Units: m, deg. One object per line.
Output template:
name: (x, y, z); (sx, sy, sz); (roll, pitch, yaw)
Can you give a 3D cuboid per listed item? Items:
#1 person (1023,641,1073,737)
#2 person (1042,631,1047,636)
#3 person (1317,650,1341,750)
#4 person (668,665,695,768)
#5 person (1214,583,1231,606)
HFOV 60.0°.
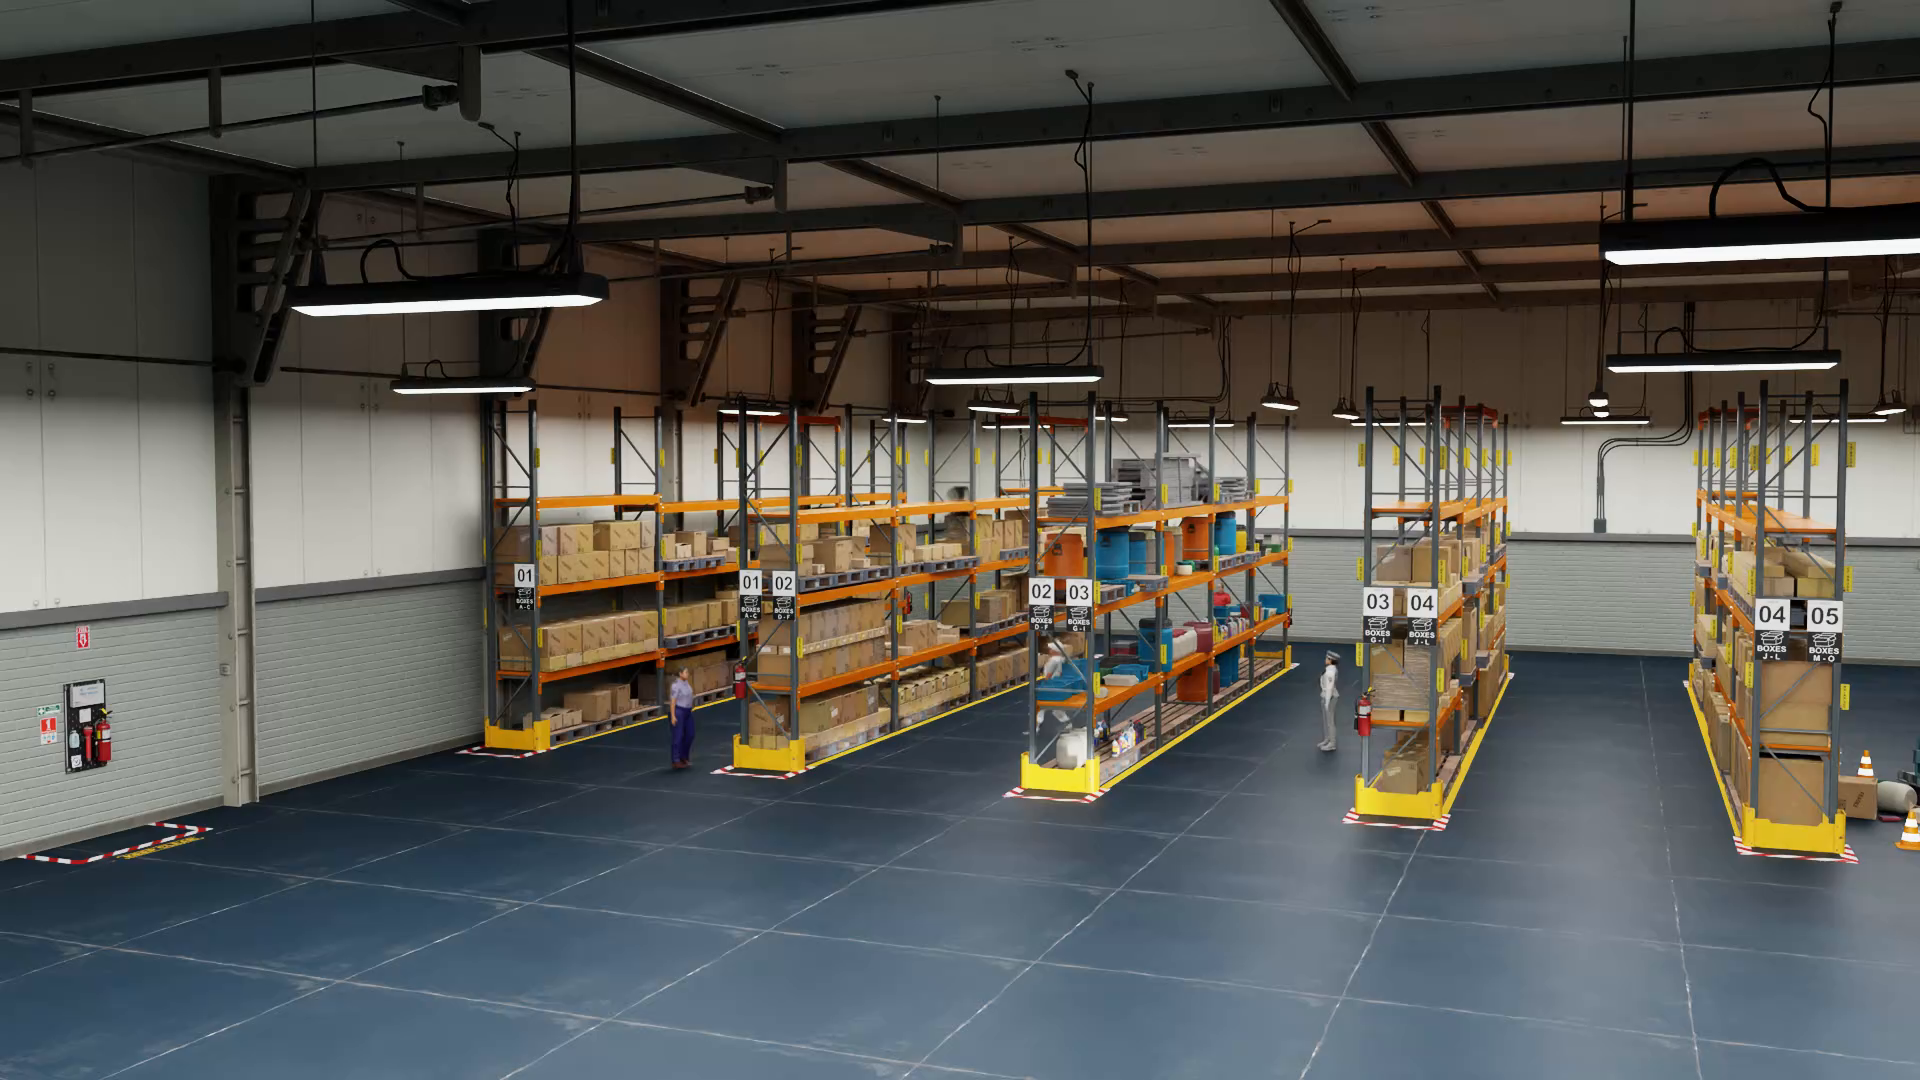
person: (1.635, 2.671, 29.730); (0.954, 1.725, 0.510); (-2, 3, -30)
person: (2.221, 1.944, 44.848); (0.460, 1.678, 0.514); (-2, 3, -32)
person: (6.341, 2.740, 28.568); (0.395, 1.699, 0.514); (0, 3, 0)
person: (-4.526, 2.878, 26.985); (0.359, 1.699, 0.574); (1, 3, 20)
person: (6.826, 2.003, 43.654); (0.556, 1.736, 0.499); (0, 3, 1)
